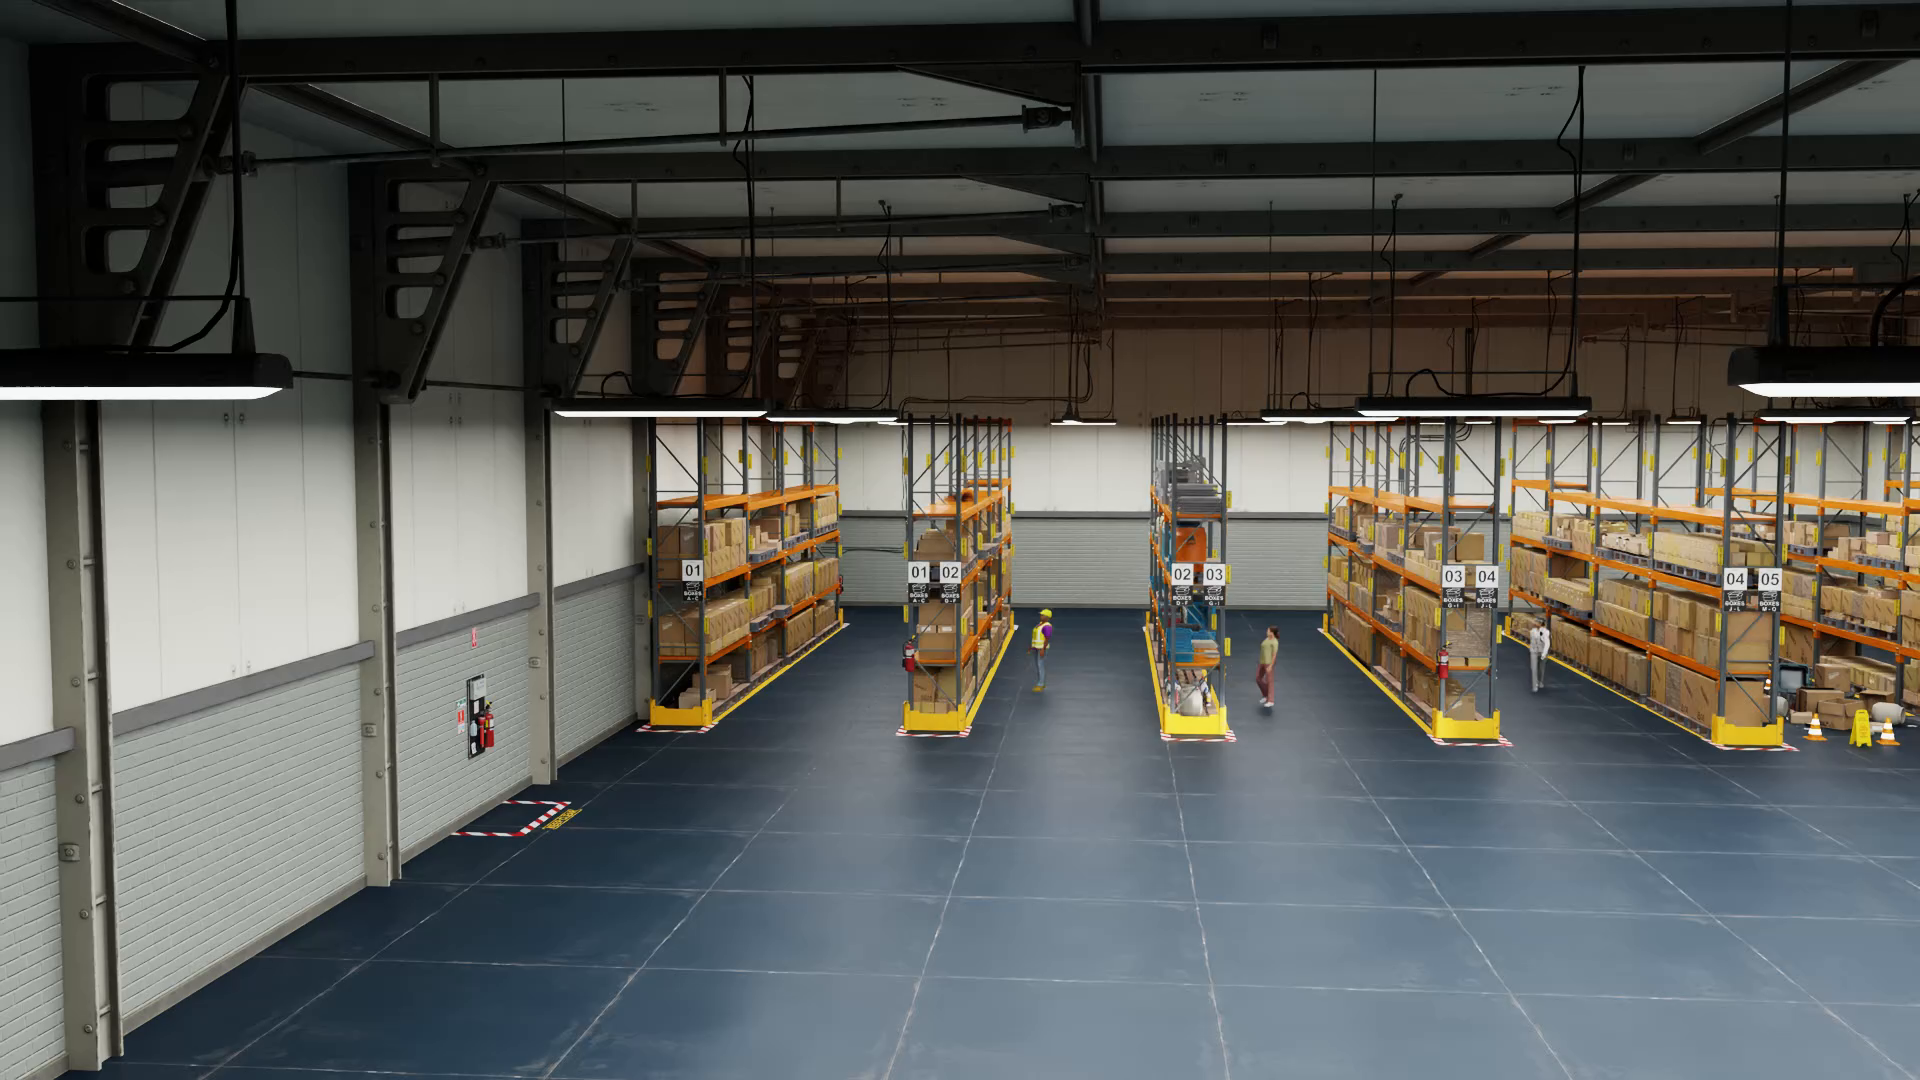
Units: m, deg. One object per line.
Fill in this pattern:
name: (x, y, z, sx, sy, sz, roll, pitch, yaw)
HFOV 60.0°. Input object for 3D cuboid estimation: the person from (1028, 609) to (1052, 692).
person: (1.731, 2.406, 36.404, 0.586, 1.766, 0.595, -3, 5, -34)

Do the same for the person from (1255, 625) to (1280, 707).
person: (6.349, 2.580, 34.319, 0.446, 1.670, 0.555, -2, 4, -28)

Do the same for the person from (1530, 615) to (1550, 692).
person: (12.611, 2.456, 36.188, 0.406, 1.635, 0.989, 1, 4, 15)
